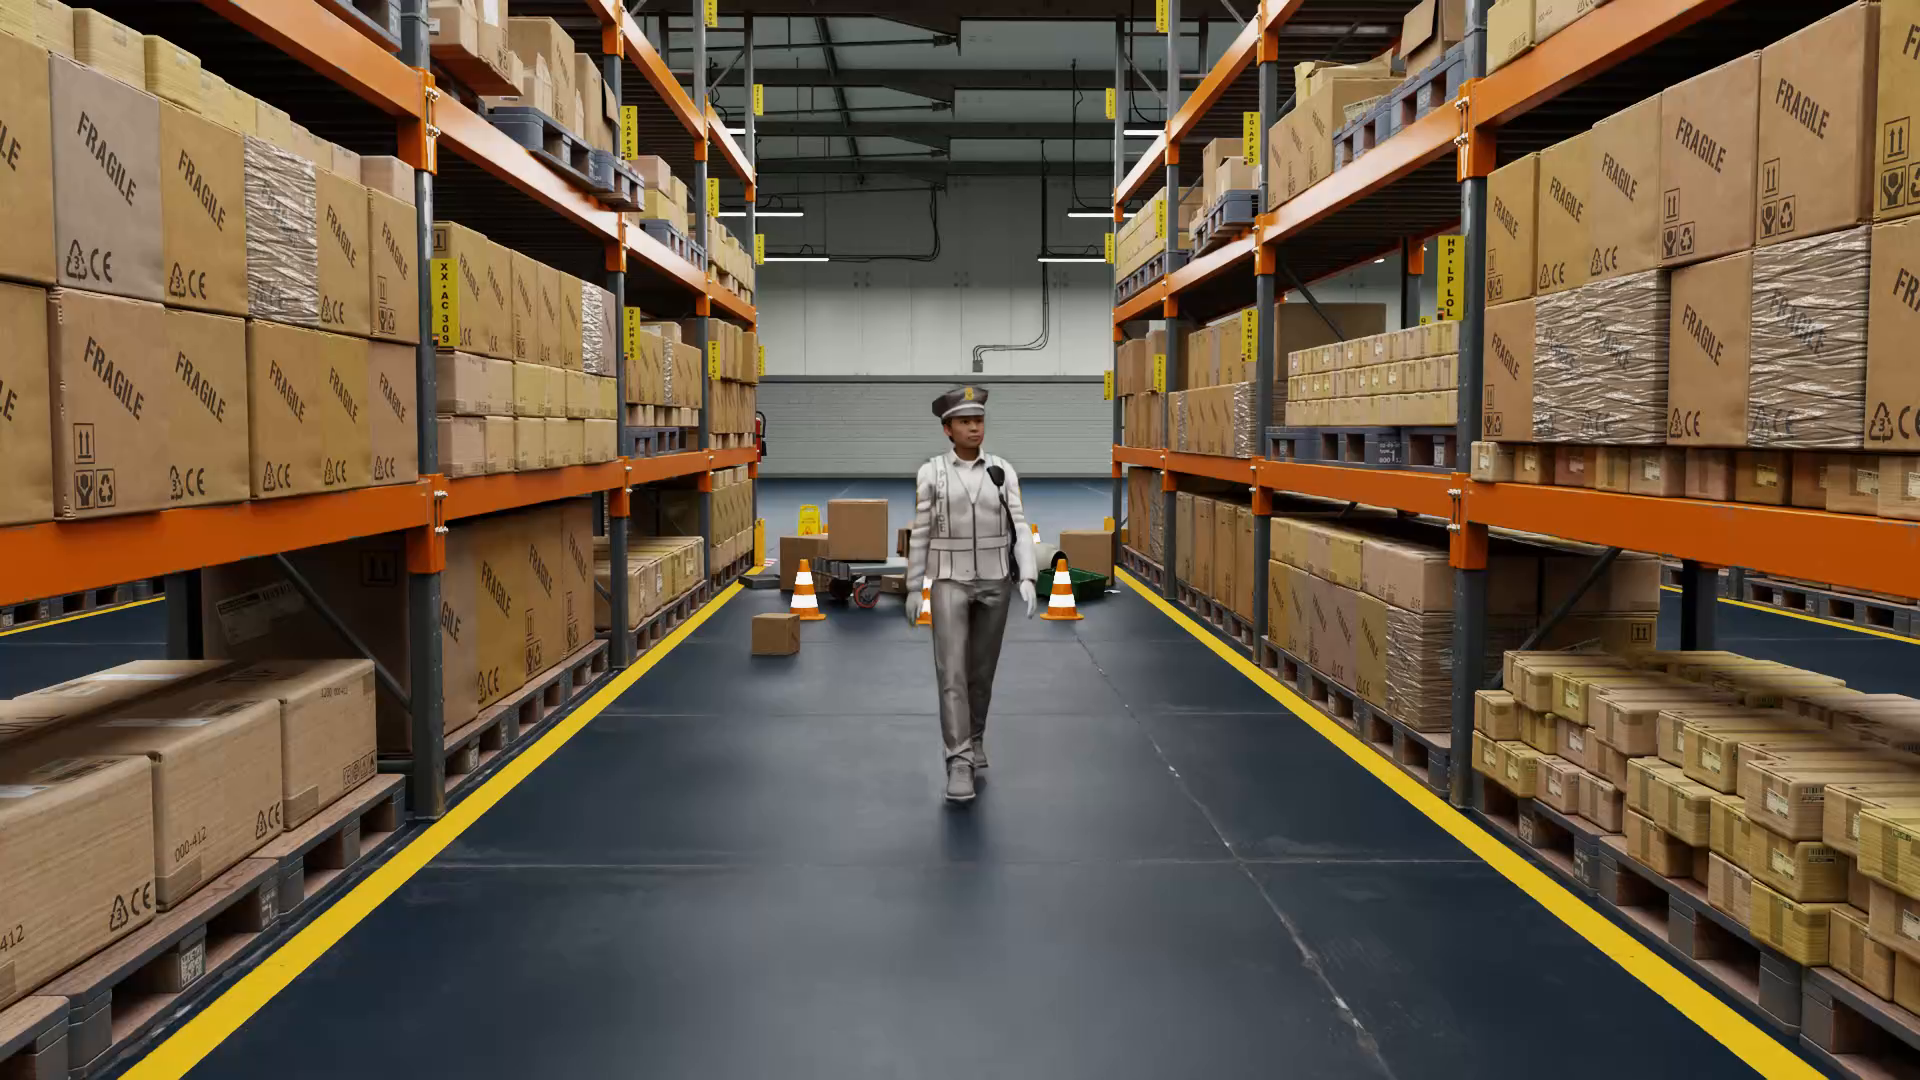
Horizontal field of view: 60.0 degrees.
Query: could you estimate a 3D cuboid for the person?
[{"bbox_3d":[0.069,0.185,6.862,0.515,1.642,0.913,-1,4,-12],"label":"person"}]
